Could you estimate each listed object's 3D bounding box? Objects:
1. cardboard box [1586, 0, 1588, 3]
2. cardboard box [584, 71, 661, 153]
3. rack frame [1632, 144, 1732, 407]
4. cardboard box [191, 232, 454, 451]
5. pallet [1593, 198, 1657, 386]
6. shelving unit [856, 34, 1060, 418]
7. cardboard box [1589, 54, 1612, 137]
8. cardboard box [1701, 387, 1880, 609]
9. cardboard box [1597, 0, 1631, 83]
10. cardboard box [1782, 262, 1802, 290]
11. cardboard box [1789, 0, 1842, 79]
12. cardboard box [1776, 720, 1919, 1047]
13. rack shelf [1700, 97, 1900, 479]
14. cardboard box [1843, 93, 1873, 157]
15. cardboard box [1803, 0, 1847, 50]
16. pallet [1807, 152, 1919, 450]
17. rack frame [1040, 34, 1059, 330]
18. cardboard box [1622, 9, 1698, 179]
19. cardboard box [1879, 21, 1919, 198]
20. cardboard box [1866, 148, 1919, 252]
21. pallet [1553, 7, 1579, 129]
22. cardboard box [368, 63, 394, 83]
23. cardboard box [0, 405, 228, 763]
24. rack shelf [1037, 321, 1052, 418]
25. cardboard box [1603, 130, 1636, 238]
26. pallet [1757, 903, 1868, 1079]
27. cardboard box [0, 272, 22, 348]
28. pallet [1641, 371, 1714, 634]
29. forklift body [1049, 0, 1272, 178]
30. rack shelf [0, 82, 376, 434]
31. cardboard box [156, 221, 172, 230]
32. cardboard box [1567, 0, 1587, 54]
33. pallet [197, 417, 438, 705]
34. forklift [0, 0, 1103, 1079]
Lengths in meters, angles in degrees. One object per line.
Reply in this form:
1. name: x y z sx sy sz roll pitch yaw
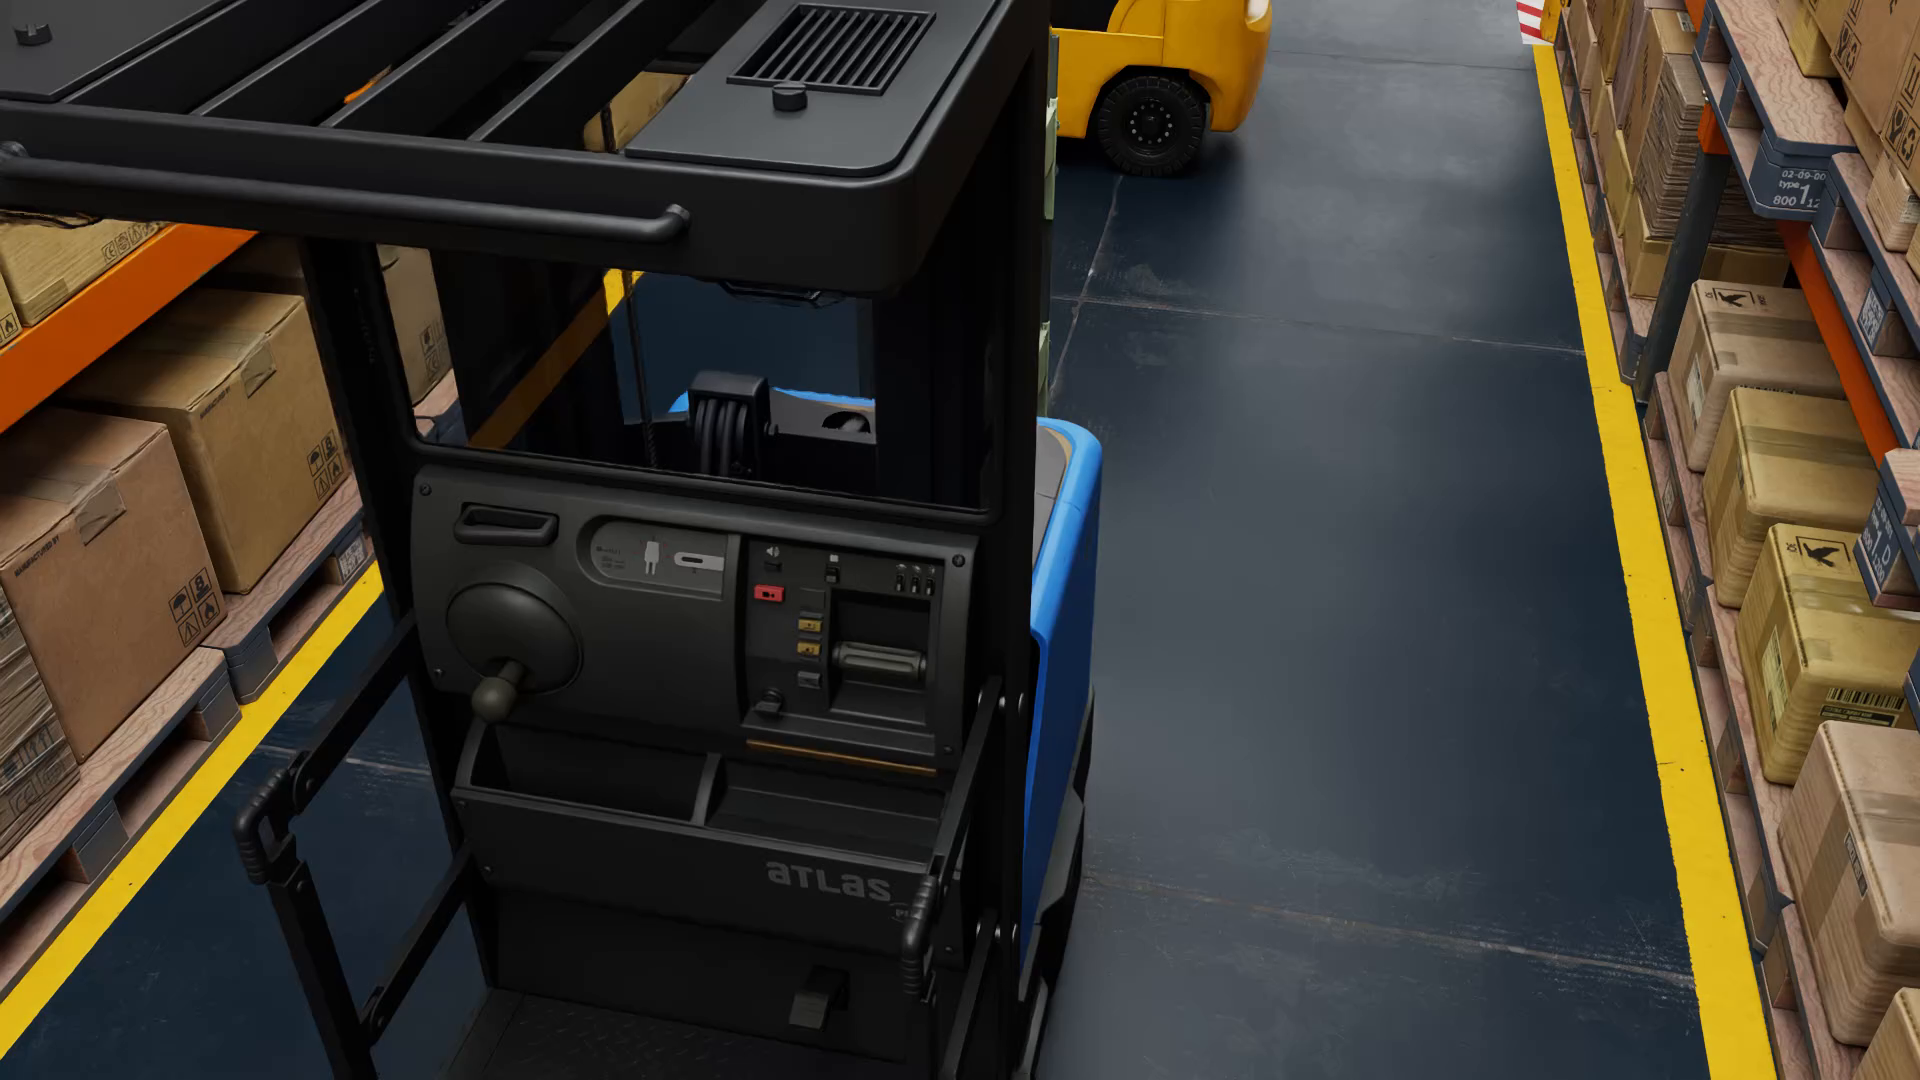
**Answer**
1. cardboard box: 3.312 -2.878 8.012 0.500 0.500 0.500 6 36 8
2. cardboard box: -1.541 -1.784 6.715 0.500 0.250 0.500 7 37 10
3. rack frame: 2.904 -1.666 4.993 1.000 3.000 0.127 7 37 10
4. cardboard box: -2.219 -0.750 5.395 0.875 0.625 0.625 7 37 9
5. pallet: 3.013 -0.927 6.349 1.003 0.211 1.213 7 37 10
6. shelving unit: 0.001 -0.611 4.815 0.431 1.500 0.755 7 37 10
7. cardboard box: 3.096 -1.982 7.414 0.500 0.250 0.500 10 37 13
8. cardboard box: 2.645 -0.059 4.656 0.950 0.372 0.625 10 37 13
9. cardboard box: 3.089 -2.292 7.202 0.500 0.500 0.500 8 37 11
10. cardboard box: 3.294 -1.027 6.097 0.500 0.250 0.500 6 36 8
11. cardboard box: 2.416 -1.315 4.365 0.380 0.149 0.250 8 37 11
12. cardboard box: 2.330 0.774 3.507 0.950 0.372 0.625 7 36 9
13. rack shelf: 2.477 -0.228 3.622 1.077 0.370 4.000 7 37 10
14. cardboard box: 2.334 -1.001 3.931 0.380 0.149 0.250 8 37 11
15. cardboard box: 2.418 -1.477 4.036 0.500 0.500 0.500 7 37 10
16. pallet: 2.433 -0.435 3.458 1.003 0.211 1.213 7 37 10
17. rack frame: 0.080 -0.821 5.105 0.400 1.500 0.023 7 37 10
18. cardboard box: 2.876 -1.691 6.374 0.500 0.500 0.500 8 37 11
19. cardboard box: 2.200 -0.900 3.239 0.500 0.500 0.500 6 36 8
20. cardboard box: 2.172 -0.714 3.535 0.380 0.149 0.250 9 37 12
21. pallet: 3.535 -2.326 8.279 1.003 0.211 1.213 7 37 10
22. cardboard box: -1.900 -1.615 5.050 0.500 0.250 0.500 7 37 10
23. cardboard box: -2.521 0.067 4.267 0.875 0.625 0.625 8 37 11
24. rack shelf: 0.001 -0.347 5.006 0.431 0.370 0.720 7 37 10
25. cardboard box: 2.872 -1.402 6.614 0.500 0.250 0.500 6 36 9
26. pallet: 2.218 1.308 3.265 1.003 0.211 1.213 7 37 10
27. cardboard box: -2.354 -0.444 3.434 0.500 0.250 0.500 7 36 9
28. pallet: 2.740 -0.091 5.195 1.003 0.211 1.213 7 37 10
29. forklift body: 0.286 -2.920 7.446 2.313 2.155 1.214 7 37 10
30. rack shelf: -2.373 -0.848 4.478 1.077 0.370 4.000 7 37 10
31. cardboard box: -2.138 -1.037 4.253 0.500 0.250 0.500 8 37 11
32. cardboard box: 3.316 -2.588 8.251 0.500 0.250 0.500 7 37 10
33. pallet: -2.323 -0.028 5.109 1.003 0.211 1.213 7 37 10
34. forklift: -0.481 0.196 2.481 1.130 2.935 3.031 7 37 10
